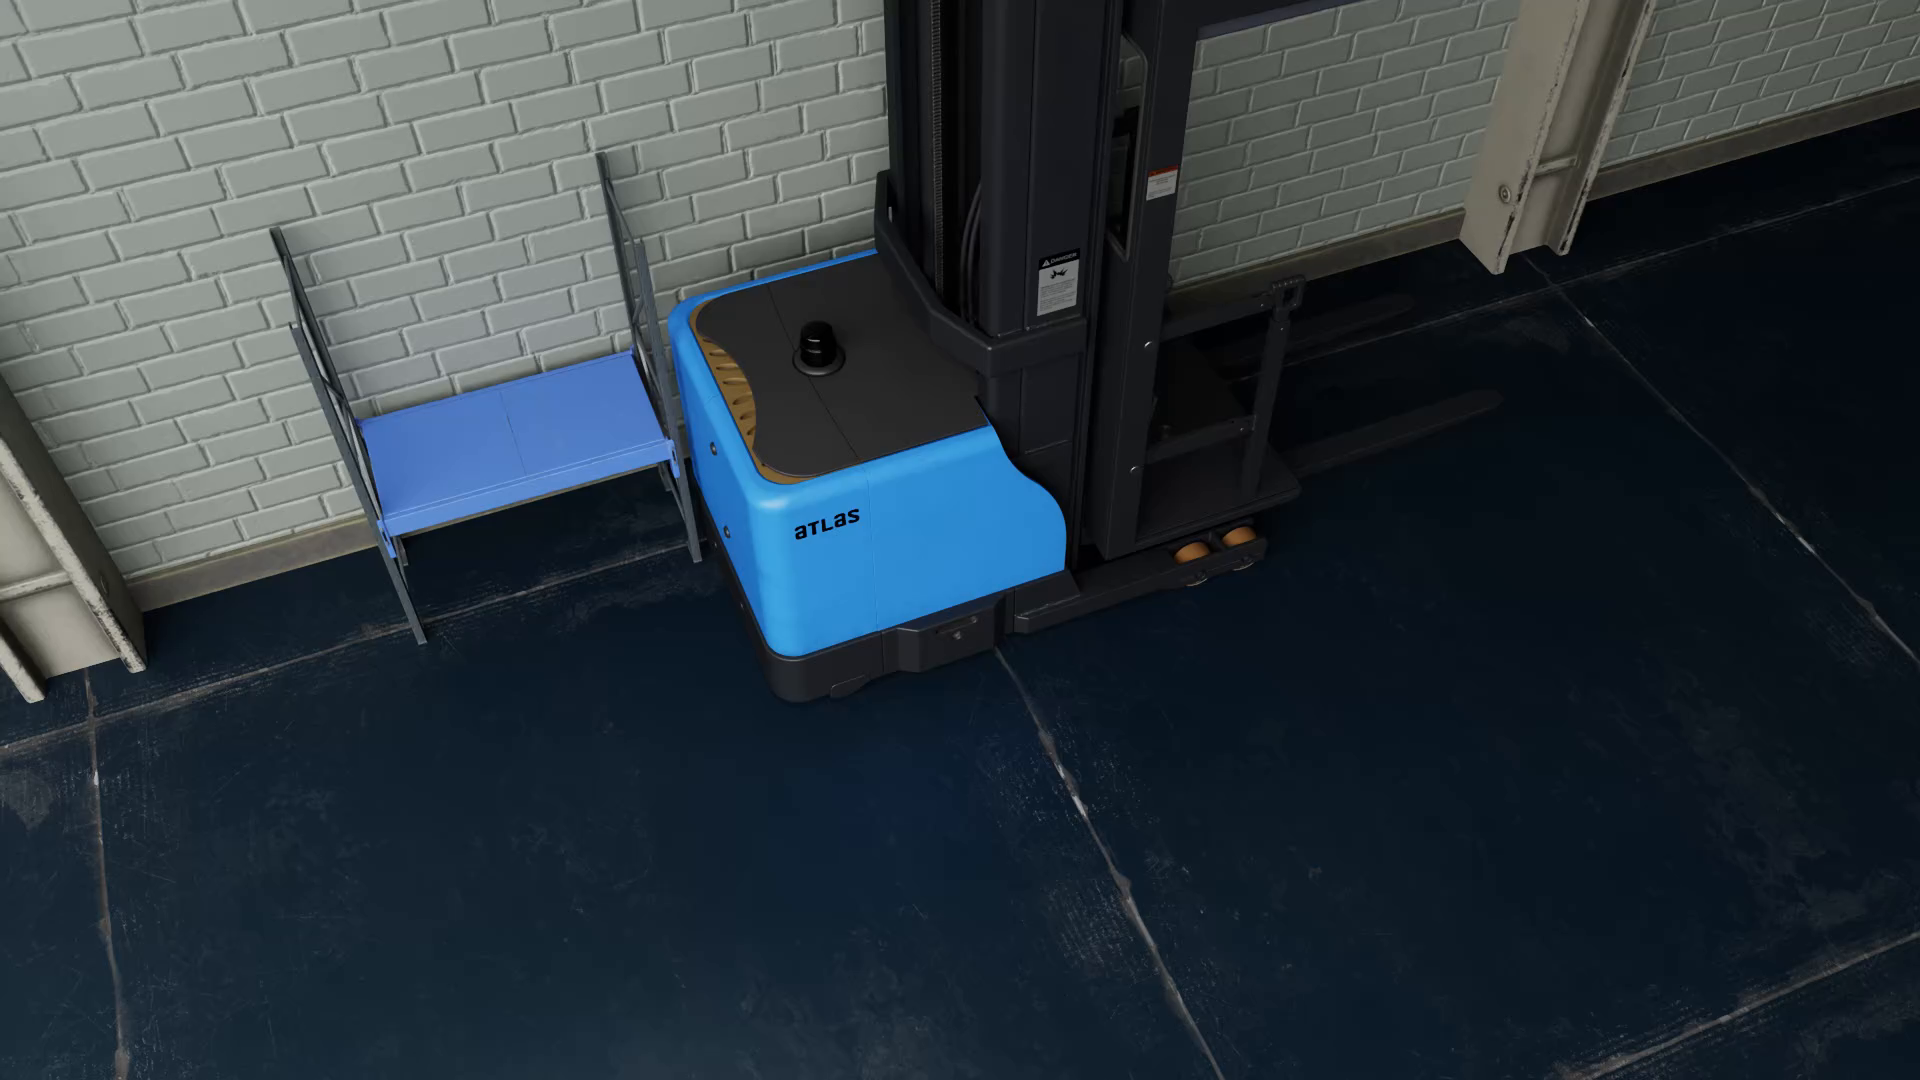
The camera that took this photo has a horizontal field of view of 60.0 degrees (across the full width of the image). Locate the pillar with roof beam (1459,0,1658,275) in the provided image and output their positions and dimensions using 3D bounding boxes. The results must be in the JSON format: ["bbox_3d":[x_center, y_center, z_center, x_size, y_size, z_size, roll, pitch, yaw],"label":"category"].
[{"bbox_3d":[4.077,-1.227,1.372,0.400,9.000,9.100,-17,52,-14],"label":"pillar with roof beam"}]

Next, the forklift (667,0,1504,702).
[{"bbox_3d":[0.581,-1.140,5.297,3.031,2.935,1.130,-18,52,-15],"label":"forklift"}]

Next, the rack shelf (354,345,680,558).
[{"bbox_3d":[-1.537,-0.320,5.774,1.000,0.185,0.538,-17,51,-14],"label":"rack shelf"}]

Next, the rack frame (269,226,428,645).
[{"bbox_3d":[-2.008,-0.294,5.514,0.032,1.500,0.500,-17,51,-14],"label":"rack frame"}]

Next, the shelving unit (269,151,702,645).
[{"bbox_3d":[-1.537,-0.438,5.637,1.048,1.500,0.538,-17,51,-14],"label":"shelving unit"}]

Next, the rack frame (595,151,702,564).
[{"bbox_3d":[-1.065,-0.582,5.761,0.032,1.500,0.500,-17,51,-14],"label":"rack frame"}]
